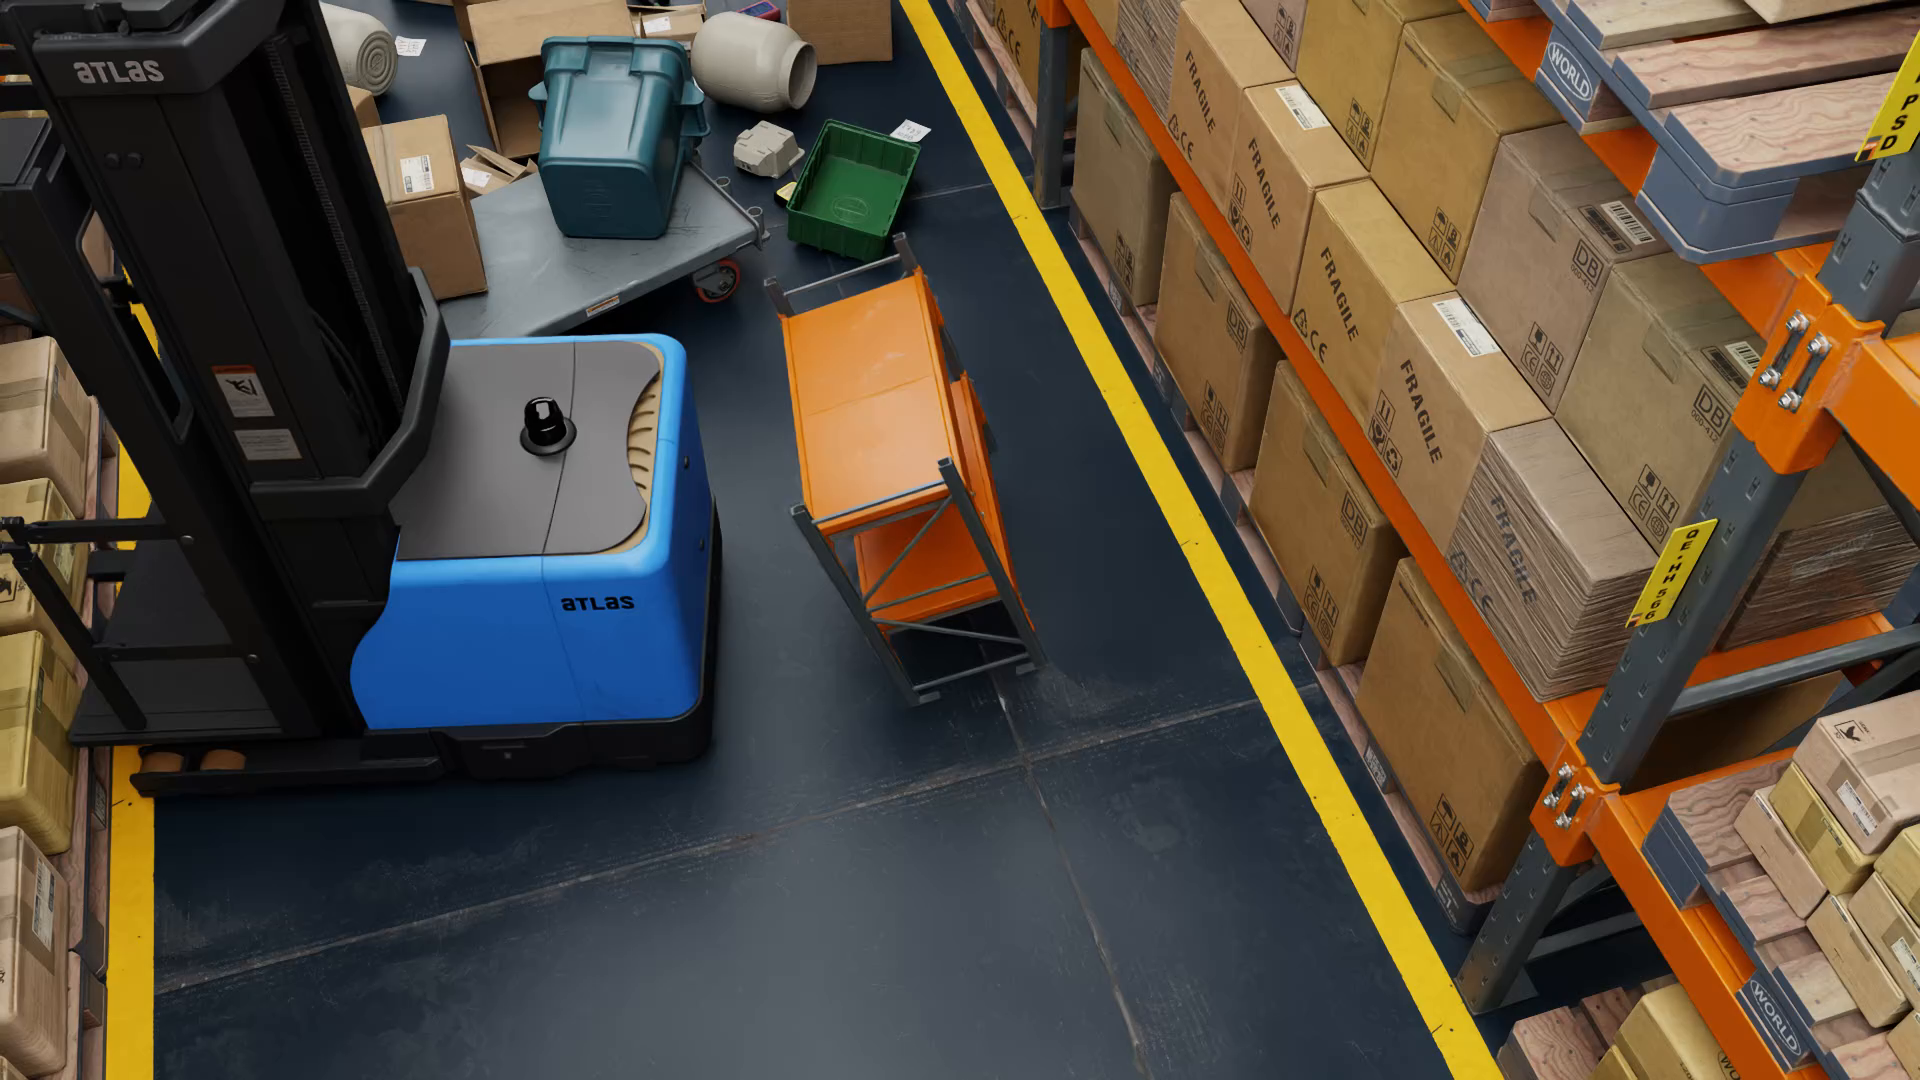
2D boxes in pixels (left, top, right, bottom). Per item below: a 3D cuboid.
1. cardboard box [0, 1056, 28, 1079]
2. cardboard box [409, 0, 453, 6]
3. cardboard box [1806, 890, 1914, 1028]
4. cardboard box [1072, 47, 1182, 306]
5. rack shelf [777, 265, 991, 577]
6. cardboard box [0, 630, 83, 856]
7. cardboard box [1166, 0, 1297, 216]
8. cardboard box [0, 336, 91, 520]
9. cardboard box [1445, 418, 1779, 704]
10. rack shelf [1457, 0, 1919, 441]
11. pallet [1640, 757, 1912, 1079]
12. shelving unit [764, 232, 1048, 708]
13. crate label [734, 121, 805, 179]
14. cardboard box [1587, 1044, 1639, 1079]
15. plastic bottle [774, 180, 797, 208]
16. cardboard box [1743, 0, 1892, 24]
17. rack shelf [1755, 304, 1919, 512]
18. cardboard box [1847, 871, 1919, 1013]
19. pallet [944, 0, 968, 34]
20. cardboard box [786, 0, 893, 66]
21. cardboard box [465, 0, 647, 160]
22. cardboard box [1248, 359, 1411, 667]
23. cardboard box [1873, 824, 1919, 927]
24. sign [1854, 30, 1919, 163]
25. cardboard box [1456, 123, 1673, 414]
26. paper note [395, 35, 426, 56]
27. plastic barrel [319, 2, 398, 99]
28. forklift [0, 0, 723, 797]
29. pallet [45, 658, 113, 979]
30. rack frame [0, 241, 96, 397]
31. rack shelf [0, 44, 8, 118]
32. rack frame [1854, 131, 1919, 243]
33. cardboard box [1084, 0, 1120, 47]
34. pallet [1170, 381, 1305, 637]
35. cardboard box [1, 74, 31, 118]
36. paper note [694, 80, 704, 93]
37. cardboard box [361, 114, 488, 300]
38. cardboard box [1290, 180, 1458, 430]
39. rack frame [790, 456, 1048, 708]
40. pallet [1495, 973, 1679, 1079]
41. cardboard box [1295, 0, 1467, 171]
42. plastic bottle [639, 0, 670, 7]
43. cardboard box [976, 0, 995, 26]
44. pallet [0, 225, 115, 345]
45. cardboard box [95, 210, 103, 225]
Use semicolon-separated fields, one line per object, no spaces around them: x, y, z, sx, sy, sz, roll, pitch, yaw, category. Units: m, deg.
-2.846;1.809;4.207;0.950;0.372;0.625;-16;52;-13;cardboard box
-2.737;-2.912;8.607;0.380;0.149;0.250;10;51;8;cardboard box
2.029;0.833;3.475;0.380;0.149;0.250;-11;51;-9;cardboard box
1.097;-1.580;6.816;1.050;0.750;0.750;-14;51;-11;cardboard box
-0.261;-0.388;5.388;0.538;0.278;1.000;-18;50;7;rack shelf
-3.291;0.717;5.128;0.950;0.372;0.625;-12;51;-10;cardboard box
1.021;-1.455;5.450;0.500;0.500;0.500;-14;51;-11;cardboard box
-3.714;-0.315;5.998;0.950;0.372;0.625;-13;51;-11;cardboard box
1.621;0.019;4.207;0.500;0.500;0.500;-13;51;-11;cardboard box
1.419;-1.877;4.379;1.077;0.370;4.000;-13;51;-11;rack shelf
2.323;0.877;3.674;1.213;0.211;1.003;-13;51;-11;pallet
-0.177;-0.218;5.611;0.538;1.125;1.048;-18;50;7;shelving unit
-0.901;-1.806;7.683;0.250;0.136;0.298;26;55;20;crate label
1.976;1.564;4.330;0.500;0.500;0.500;-15;52;-13;cardboard box
-0.696;-1.516;7.488;0.283;0.061;0.133;35;58;26;plastic bottle
1.623;-1.128;3.090;0.380;0.166;0.250;-13;51;-11;cardboard box
2.602;1.045;1.916;1.077;0.370;4.000;-13;51;-11;rack shelf
2.044;0.765;3.338;0.380;0.149;0.250;-11;51;-9;cardboard box
0.313;-3.169;8.784;1.003;0.211;1.213;-13;51;-11;pallet
-0.612;-2.699;8.197;0.500;0.500;0.500;-6;50;-5;cardboard box
-1.832;-2.178;7.668;0.797;0.637;0.503;-13;51;-11;cardboard box
1.655;-0.194;5.648;1.050;0.750;0.750;-13;51;-10;cardboard box
2.044;0.650;3.241;0.380;0.149;0.250;-15;51;-12;cardboard box
1.478;-0.720;2.544;0.100;0.325;0.005;-13;51;-11;sign
1.736;-0.735;4.188;0.700;0.500;0.500;-14;51;-12;cardboard box
-2.765;-2.475;8.324;0.148;0.019;0.142;2;50;2;paper note
-2.997;-2.334;7.941;0.512;0.421;0.421;18;52;14;plastic barrel
-2.370;-0.510;4.763;3.031;2.935;1.130;-2;50;-2;forklift
-3.275;0.950;5.311;1.003;0.211;1.213;-13;51;-11;pallet
-3.871;-1.409;5.476;1.000;3.000;0.127;-13;51;-11;rack frame
-4.463;-2.638;6.983;1.077;0.370;4.000;-13;51;-11;rack shelf
2.011;-1.615;1.725;1.000;3.000;0.127;-13;51;-11;rack frame
0.726;-2.190;6.069;0.500;0.500;0.500;-13;51;-11;cardboard box
1.492;-0.264;6.335;1.003;0.211;1.213;-13;51;-11;pallet
-3.767;-1.706;6.335;0.380;0.149;0.250;-13;51;-10;cardboard box
-1.322;-2.221;8.107;0.172;0.023;0.155;2;50;2;paper note
-2.180;-1.272;6.500;0.500;0.500;0.500;-13;51;-11;cardboard box
1.327;-0.711;4.822;0.500;0.500;0.500;-14;51;-12;cardboard box
-0.100;0.168;5.289;0.500;1.125;0.032;-18;50;7;rack frame
2.240;1.789;4.604;1.003;0.211;1.213;-13;51;-11;pallet
1.431;-1.482;4.818;0.700;0.500;0.500;-14;51;-11;cardboard box
-1.591;-2.816;8.584;0.133;0.061;0.283;-30;56;-23;plastic bottle
0.438;-3.186;8.089;0.875;0.875;0.875;-13;51;-11;cardboard box
-4.104;-0.993;6.949;1.003;0.211;1.213;-13;51;-11;pallet
-3.956;-1.538;7.108;0.500;0.250;0.500;-11;51;-9;cardboard box
